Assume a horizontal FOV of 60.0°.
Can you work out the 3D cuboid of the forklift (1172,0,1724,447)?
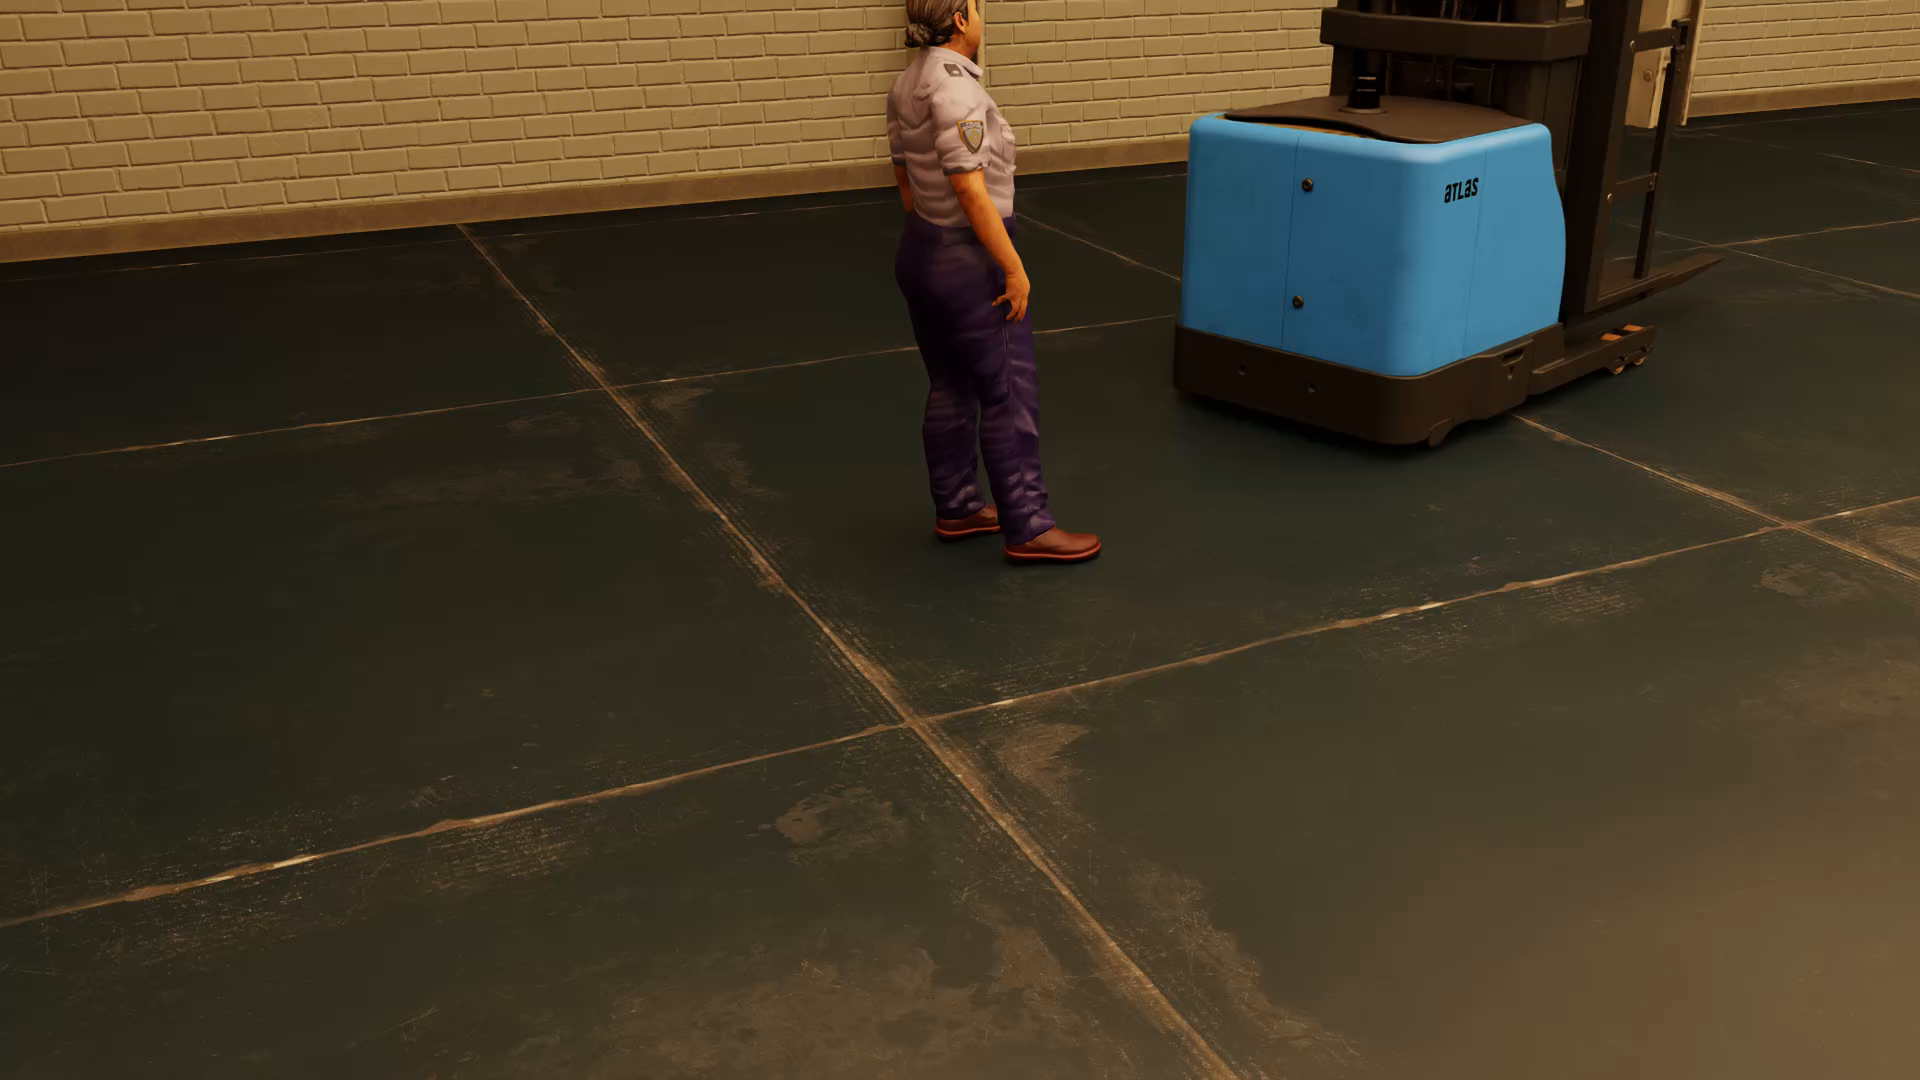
[{"bbox_3d":[2.216,-2.145,6.449,3.031,2.935,1.130,-21,30,-40],"label":"forklift"}]

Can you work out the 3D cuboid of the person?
[{"bbox_3d":[0.091,-0.775,4.803,0.503,1.651,0.598,-10,25,-23],"label":"person"}]
